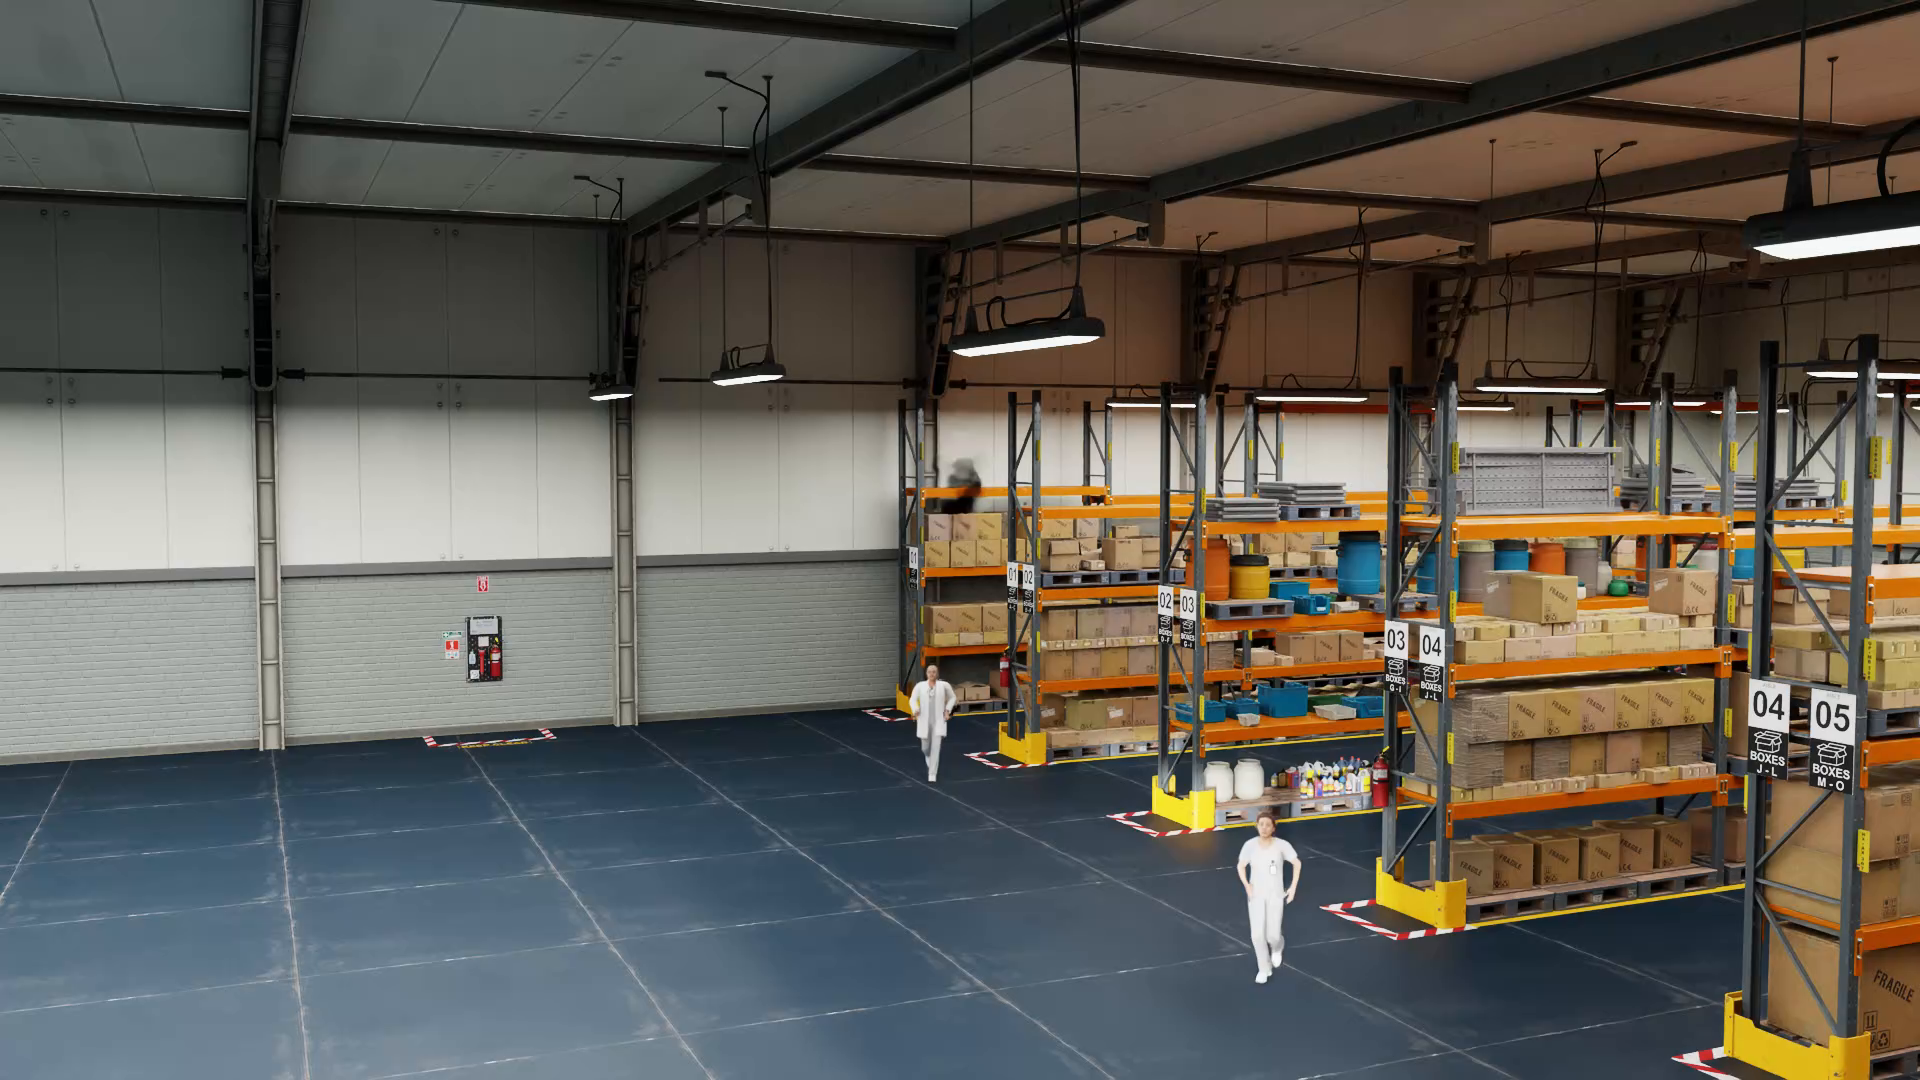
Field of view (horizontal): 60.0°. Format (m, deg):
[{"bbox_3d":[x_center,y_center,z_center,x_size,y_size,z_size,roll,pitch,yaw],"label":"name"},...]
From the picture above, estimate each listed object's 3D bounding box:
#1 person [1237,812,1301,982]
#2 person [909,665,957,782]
[{"bbox_3d":[2.959,3.417,15.981,0.596,1.630,0.588,1,4,18],"label":"person"},{"bbox_3d":[-0.419,2.793,25.580,0.723,1.752,0.860,0,3,3],"label":"person"}]
